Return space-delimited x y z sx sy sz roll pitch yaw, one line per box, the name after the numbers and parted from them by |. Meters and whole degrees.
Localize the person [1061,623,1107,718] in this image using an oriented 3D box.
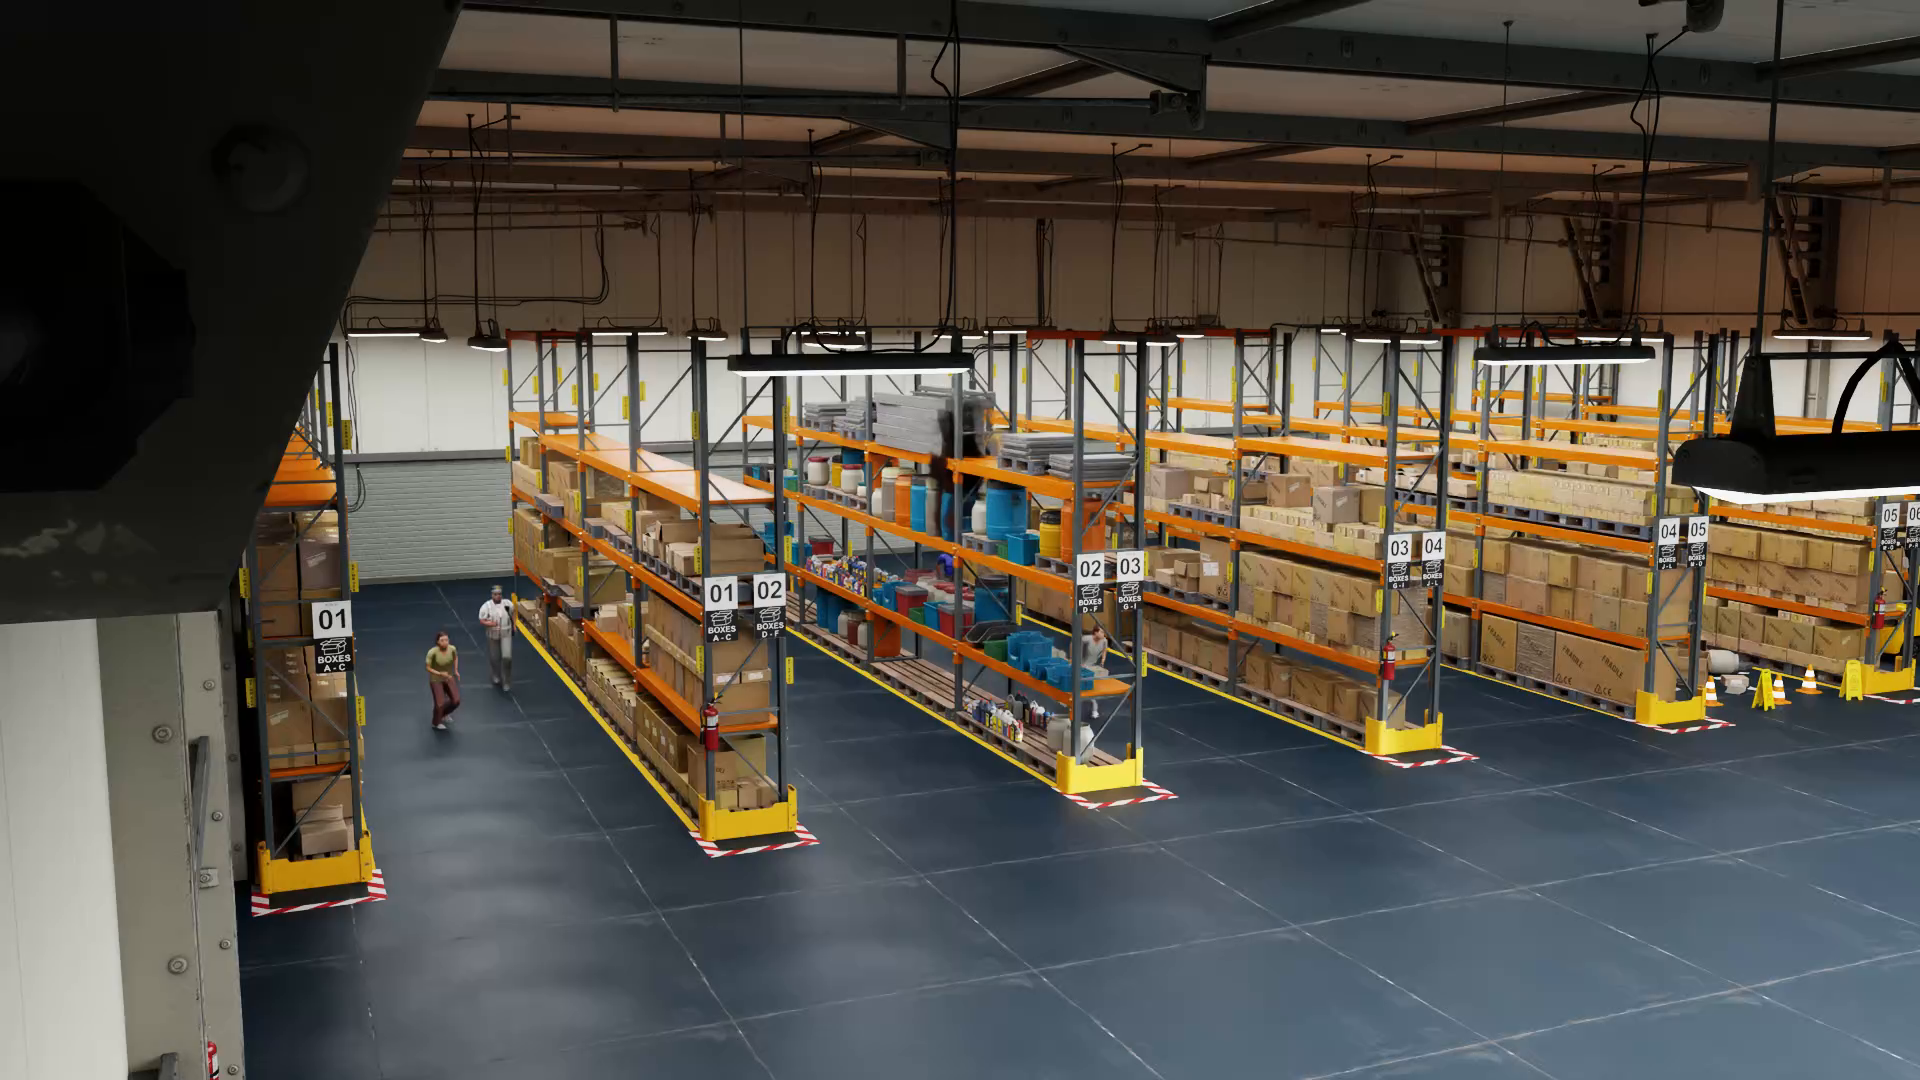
1.955 2.013 26.454 0.556 1.534 1.024 -5 10 -35 | person

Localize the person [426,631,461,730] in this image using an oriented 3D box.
-7.864 2.137 25.280 0.572 1.560 0.707 -7 10 -42 | person

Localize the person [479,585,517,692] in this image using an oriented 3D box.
-7.790 1.654 28.087 0.616 1.839 0.855 -2 8 -17 | person

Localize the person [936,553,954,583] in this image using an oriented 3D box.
-0.198 0.863 34.386 0.474 1.670 0.804 -5 9 -31 | person
